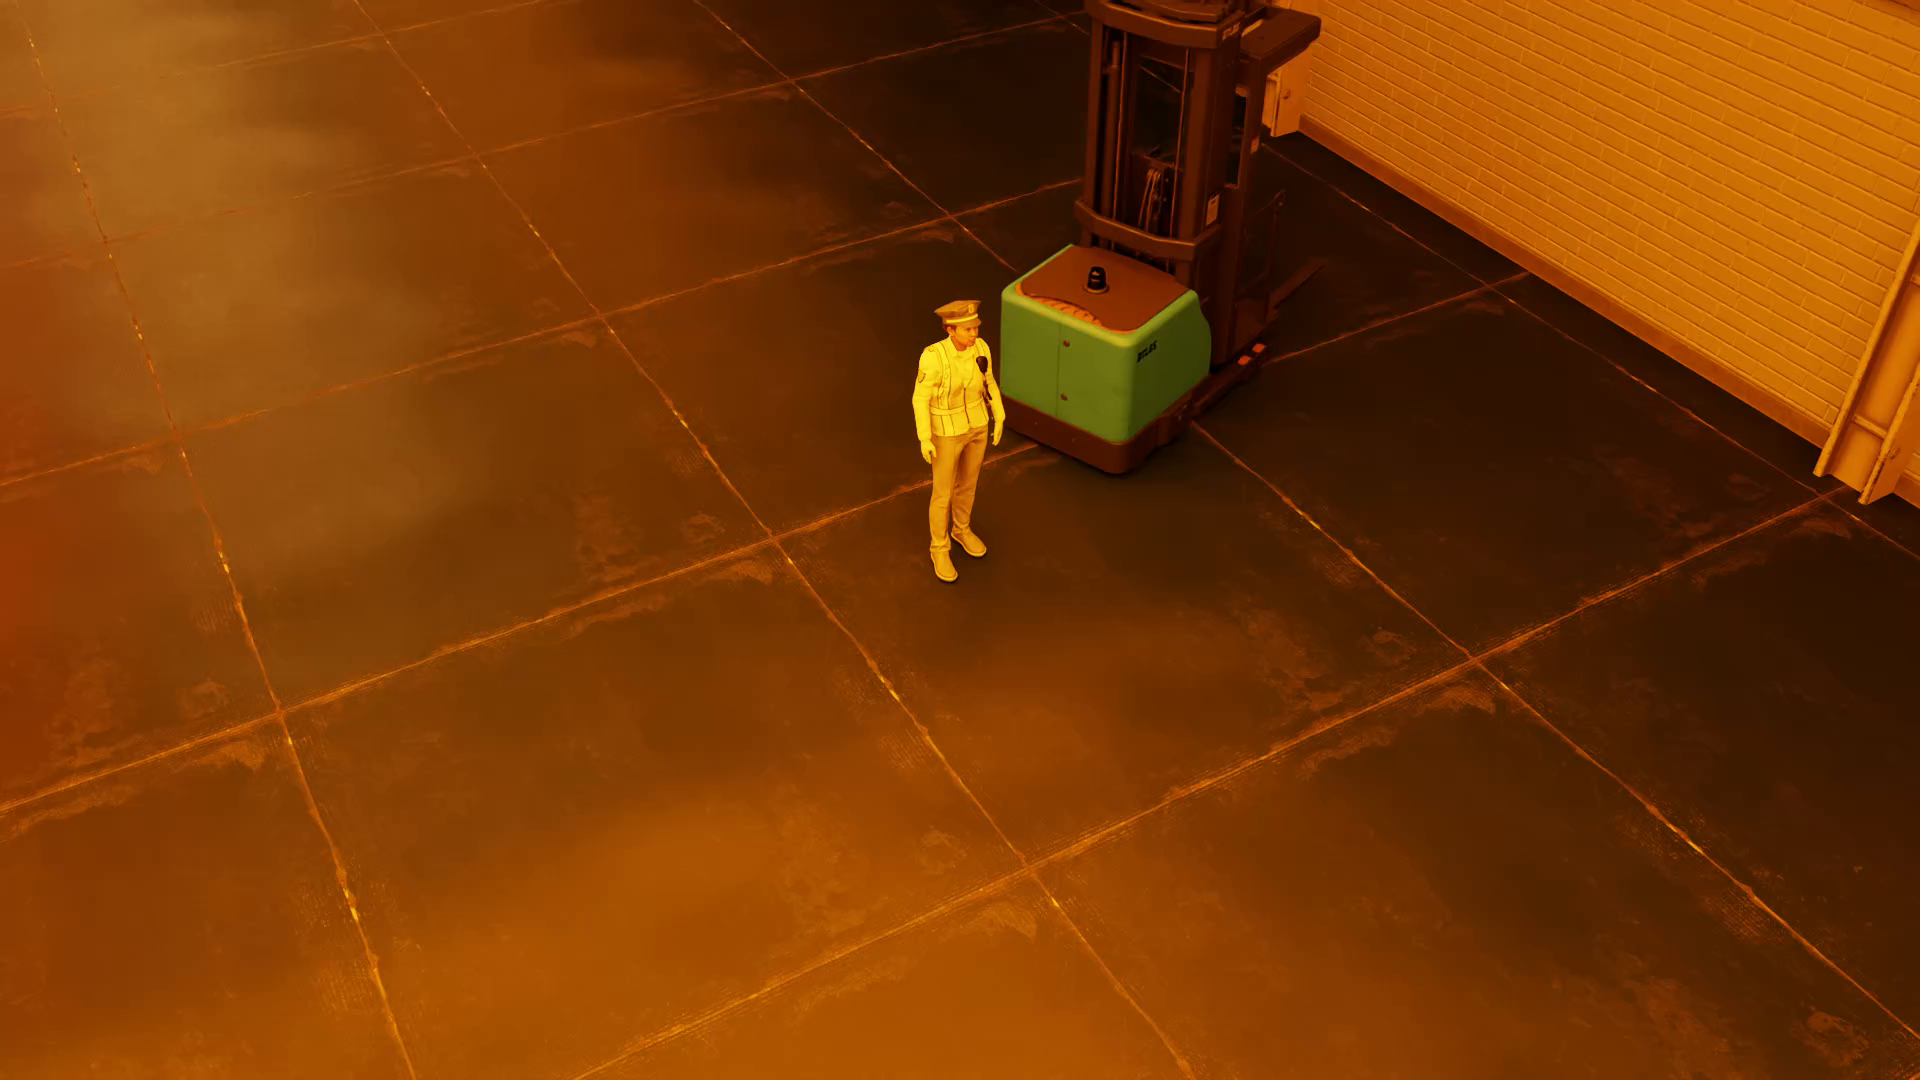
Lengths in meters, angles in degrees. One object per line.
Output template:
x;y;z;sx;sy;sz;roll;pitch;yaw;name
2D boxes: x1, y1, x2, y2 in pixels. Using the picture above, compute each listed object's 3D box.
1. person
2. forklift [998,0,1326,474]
0.029;-0.617;9.738;0.587;1.694;0.529;-20;44;-23;person
1.555;-2.436;10.974;1.130;2.935;3.031;27;47;29;forklift
